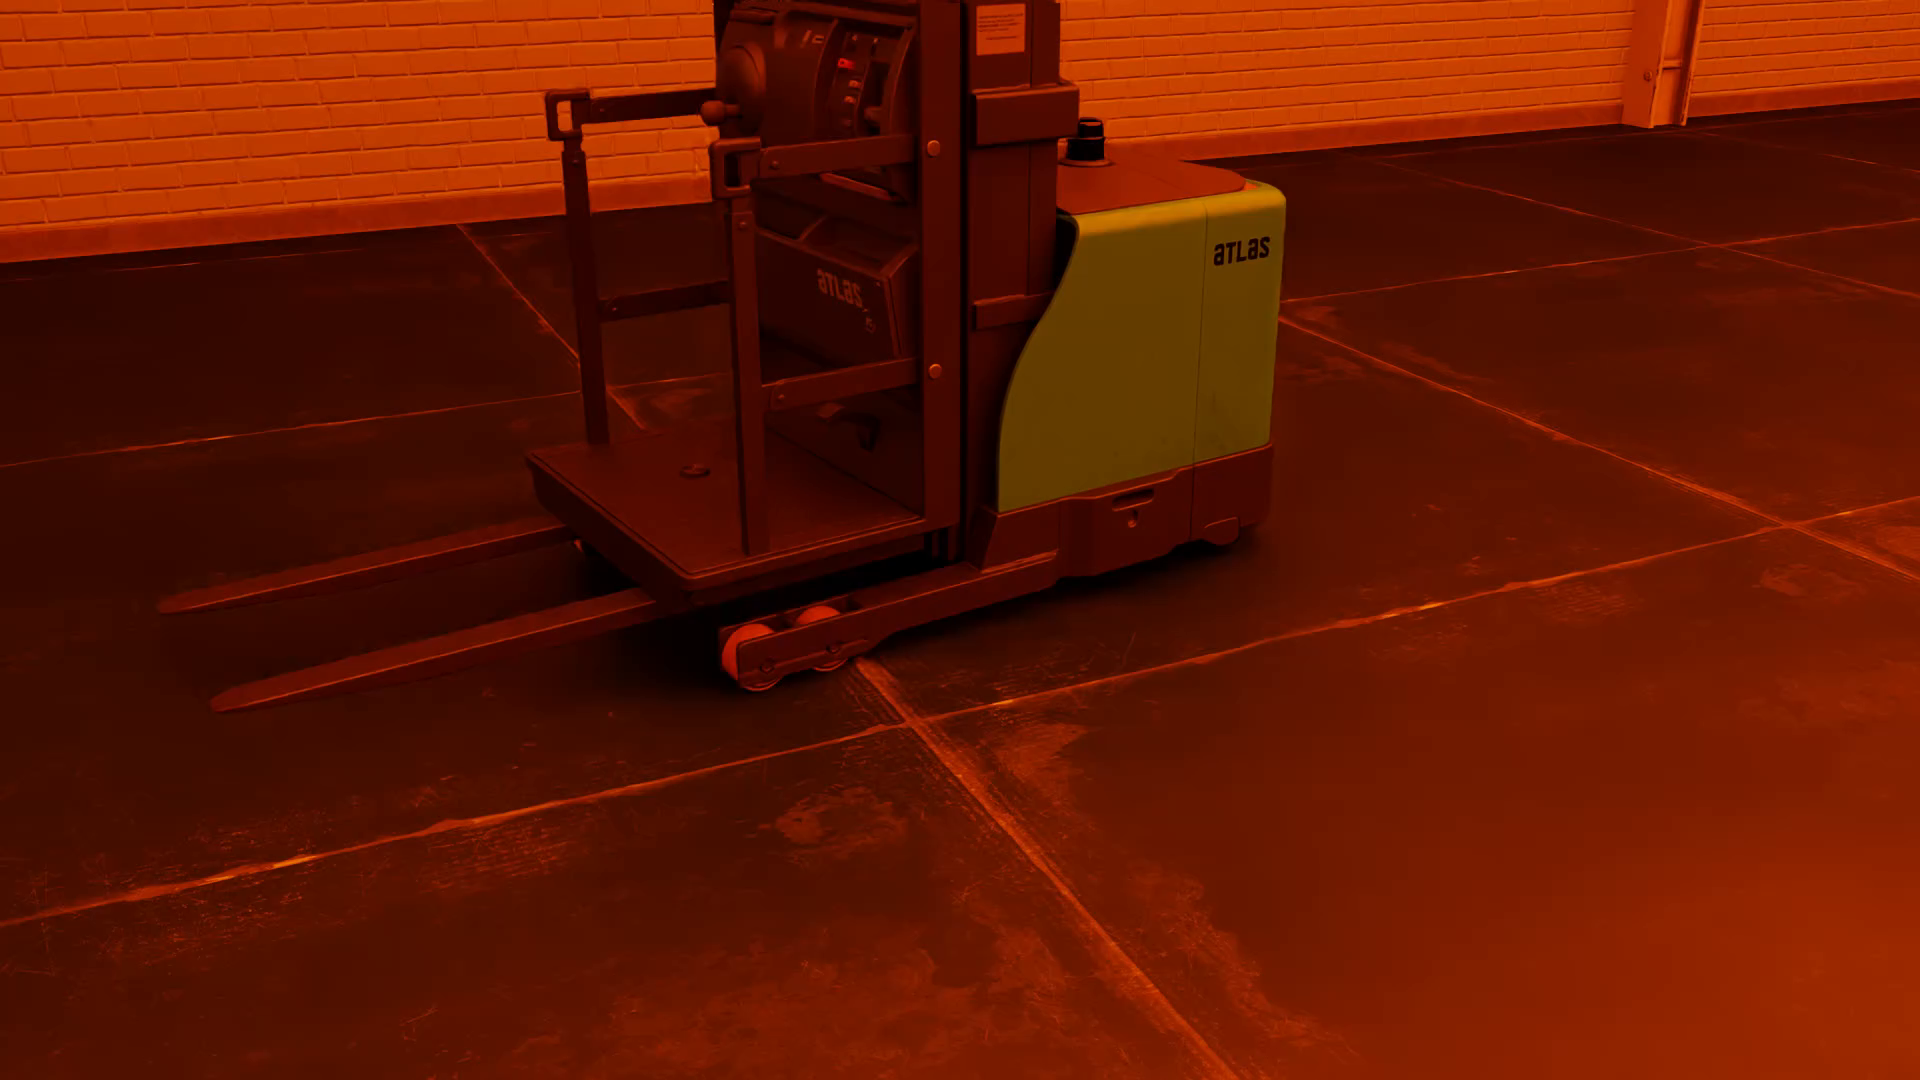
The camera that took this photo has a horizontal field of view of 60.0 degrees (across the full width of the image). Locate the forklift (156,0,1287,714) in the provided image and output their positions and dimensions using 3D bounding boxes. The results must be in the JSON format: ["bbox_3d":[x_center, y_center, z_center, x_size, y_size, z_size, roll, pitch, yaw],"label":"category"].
[{"bbox_3d":[-0.559,-1.203,4.183,3.031,2.935,1.130,-15,27,-31],"label":"forklift"}]
